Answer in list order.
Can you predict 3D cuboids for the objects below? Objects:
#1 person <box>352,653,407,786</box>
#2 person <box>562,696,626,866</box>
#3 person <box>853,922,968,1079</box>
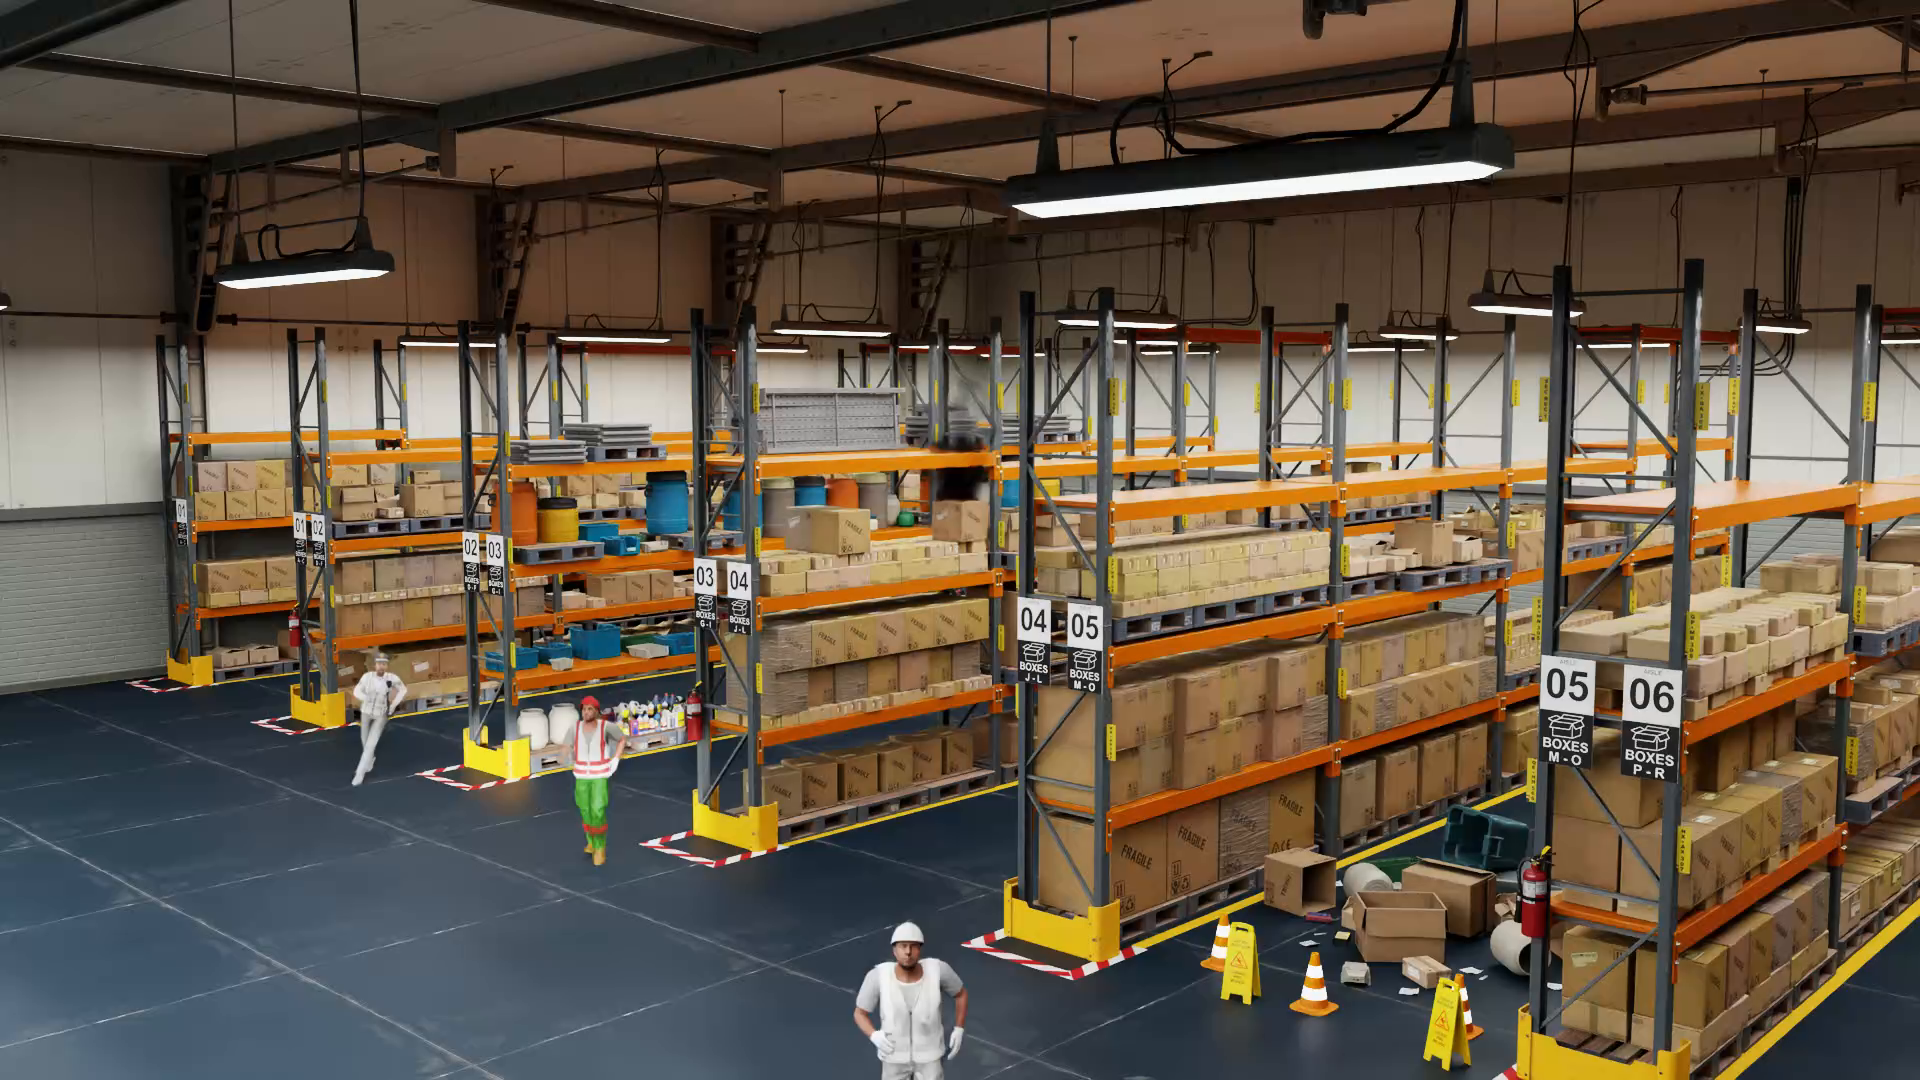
[{"bbox_3d":[-7.592,2.292,21.742,0.626,1.683,0.860,0,5,-3],"label":"person"},{"bbox_3d":[-3.980,2.597,17.958,0.633,1.842,0.720,0,5,5],"label":"person"},{"bbox_3d":[-0.308,3.300,10.565,0.739,1.744,0.572,0,5,-3],"label":"person"}]
